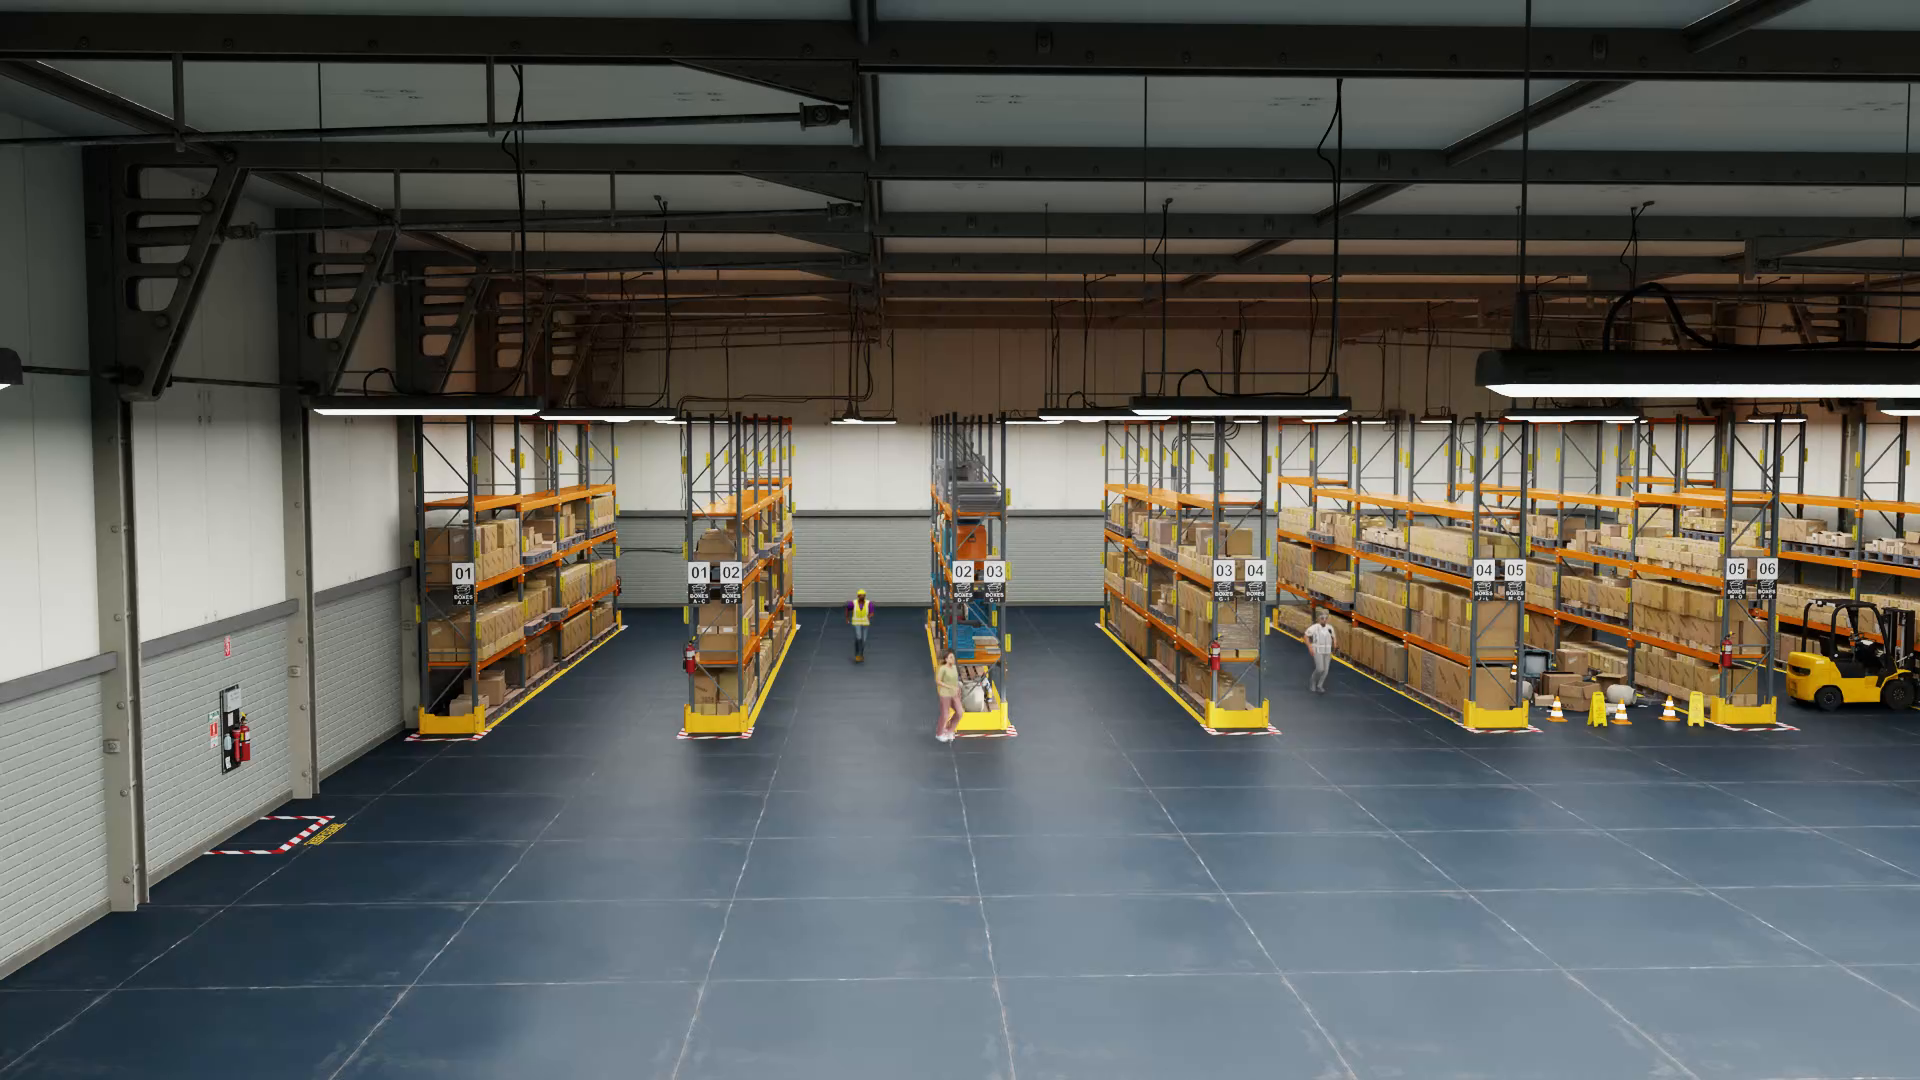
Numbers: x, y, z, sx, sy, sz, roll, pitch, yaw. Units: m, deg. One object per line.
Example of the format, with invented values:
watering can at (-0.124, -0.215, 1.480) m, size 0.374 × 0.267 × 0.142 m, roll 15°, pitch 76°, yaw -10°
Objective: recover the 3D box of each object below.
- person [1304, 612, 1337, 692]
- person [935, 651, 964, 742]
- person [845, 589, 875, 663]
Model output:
person at (7.813, 2.412, 35.763) m, size 0.667 × 1.756 × 0.625 m, roll -1°, pitch 4°, yaw -15°
person at (-0.176, 2.843, 30.229) m, size 0.605 × 1.661 × 0.609 m, roll -3°, pitch 5°, yaw -41°
person at (-2.412, 2.091, 40.503) m, size 0.669 × 1.787 × 0.803 m, roll -1°, pitch 4°, yaw -16°
